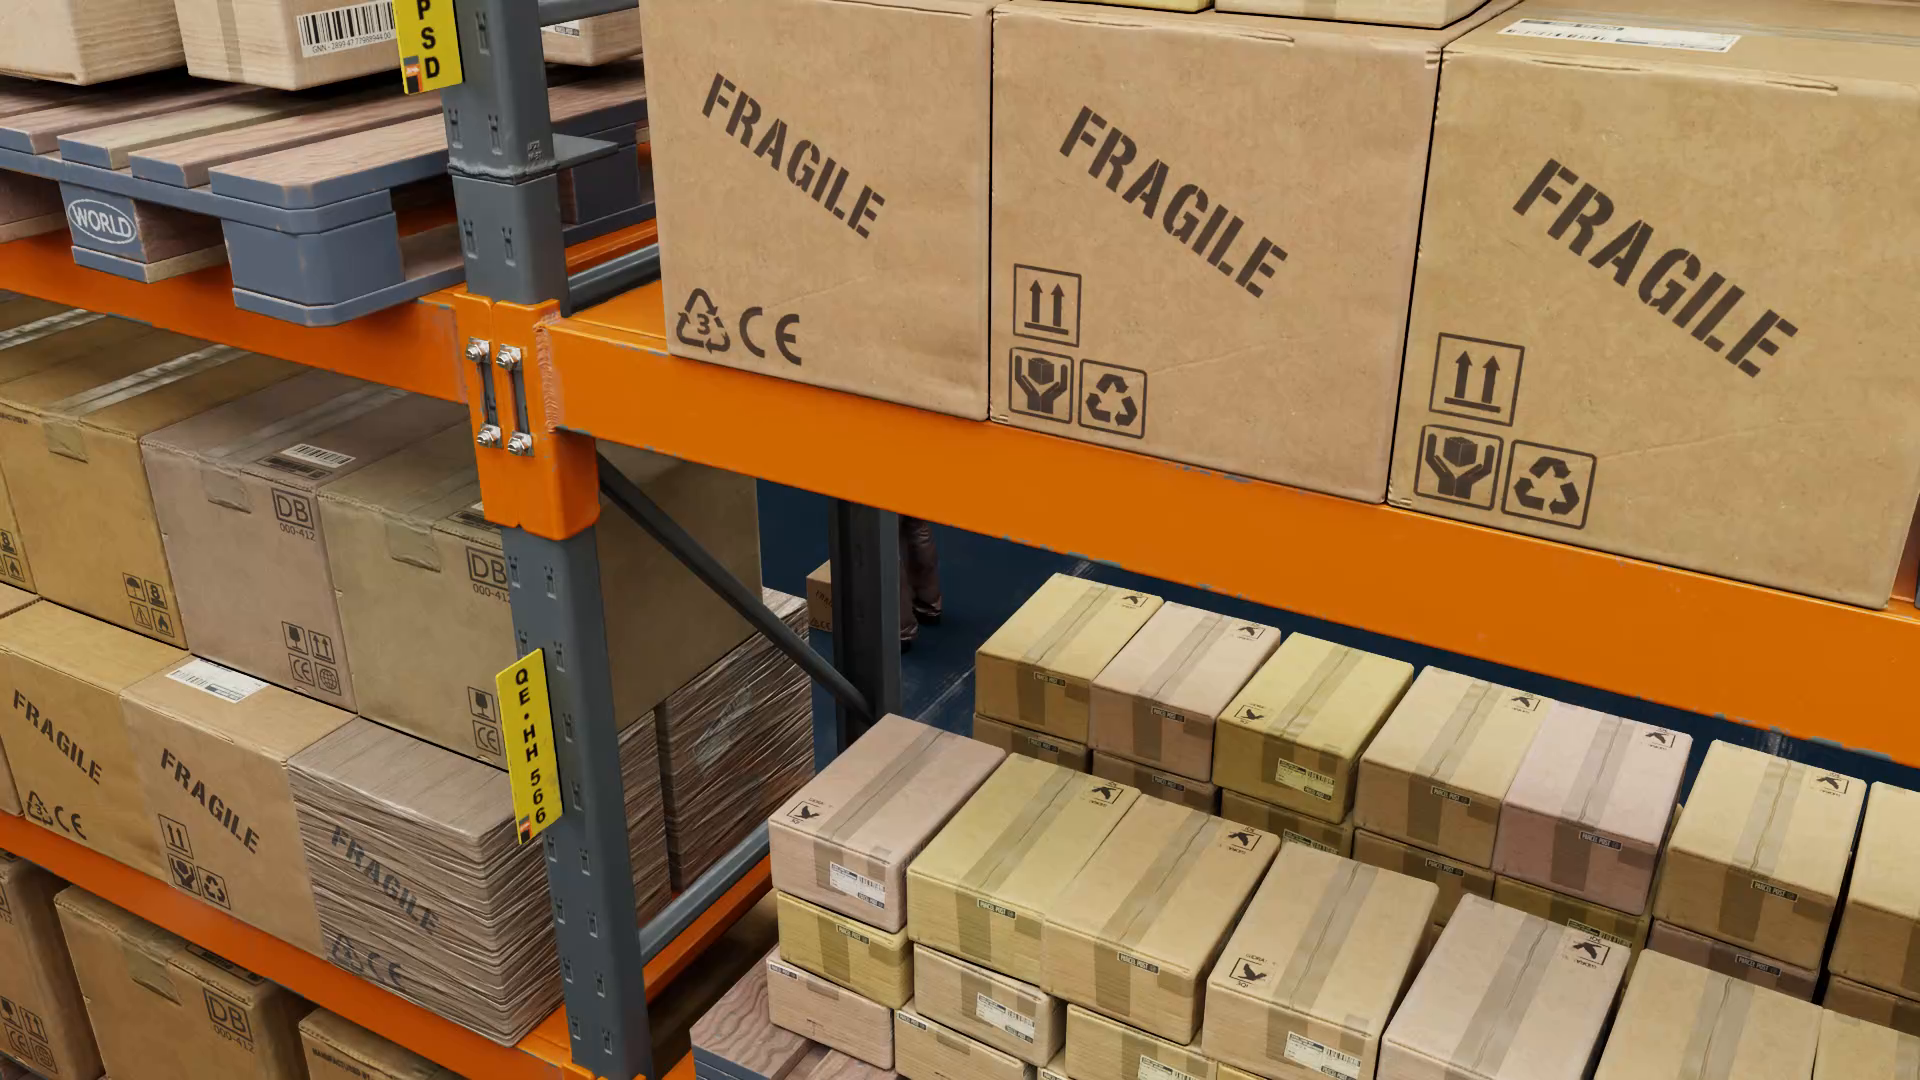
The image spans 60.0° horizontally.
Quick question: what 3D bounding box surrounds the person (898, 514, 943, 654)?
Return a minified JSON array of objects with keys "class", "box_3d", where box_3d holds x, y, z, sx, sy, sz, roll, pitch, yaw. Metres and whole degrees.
[{"class":"person","box_3d":[-0.252,-0.352,6.853,0.412,1.721,0.587,14,29,25]}]
